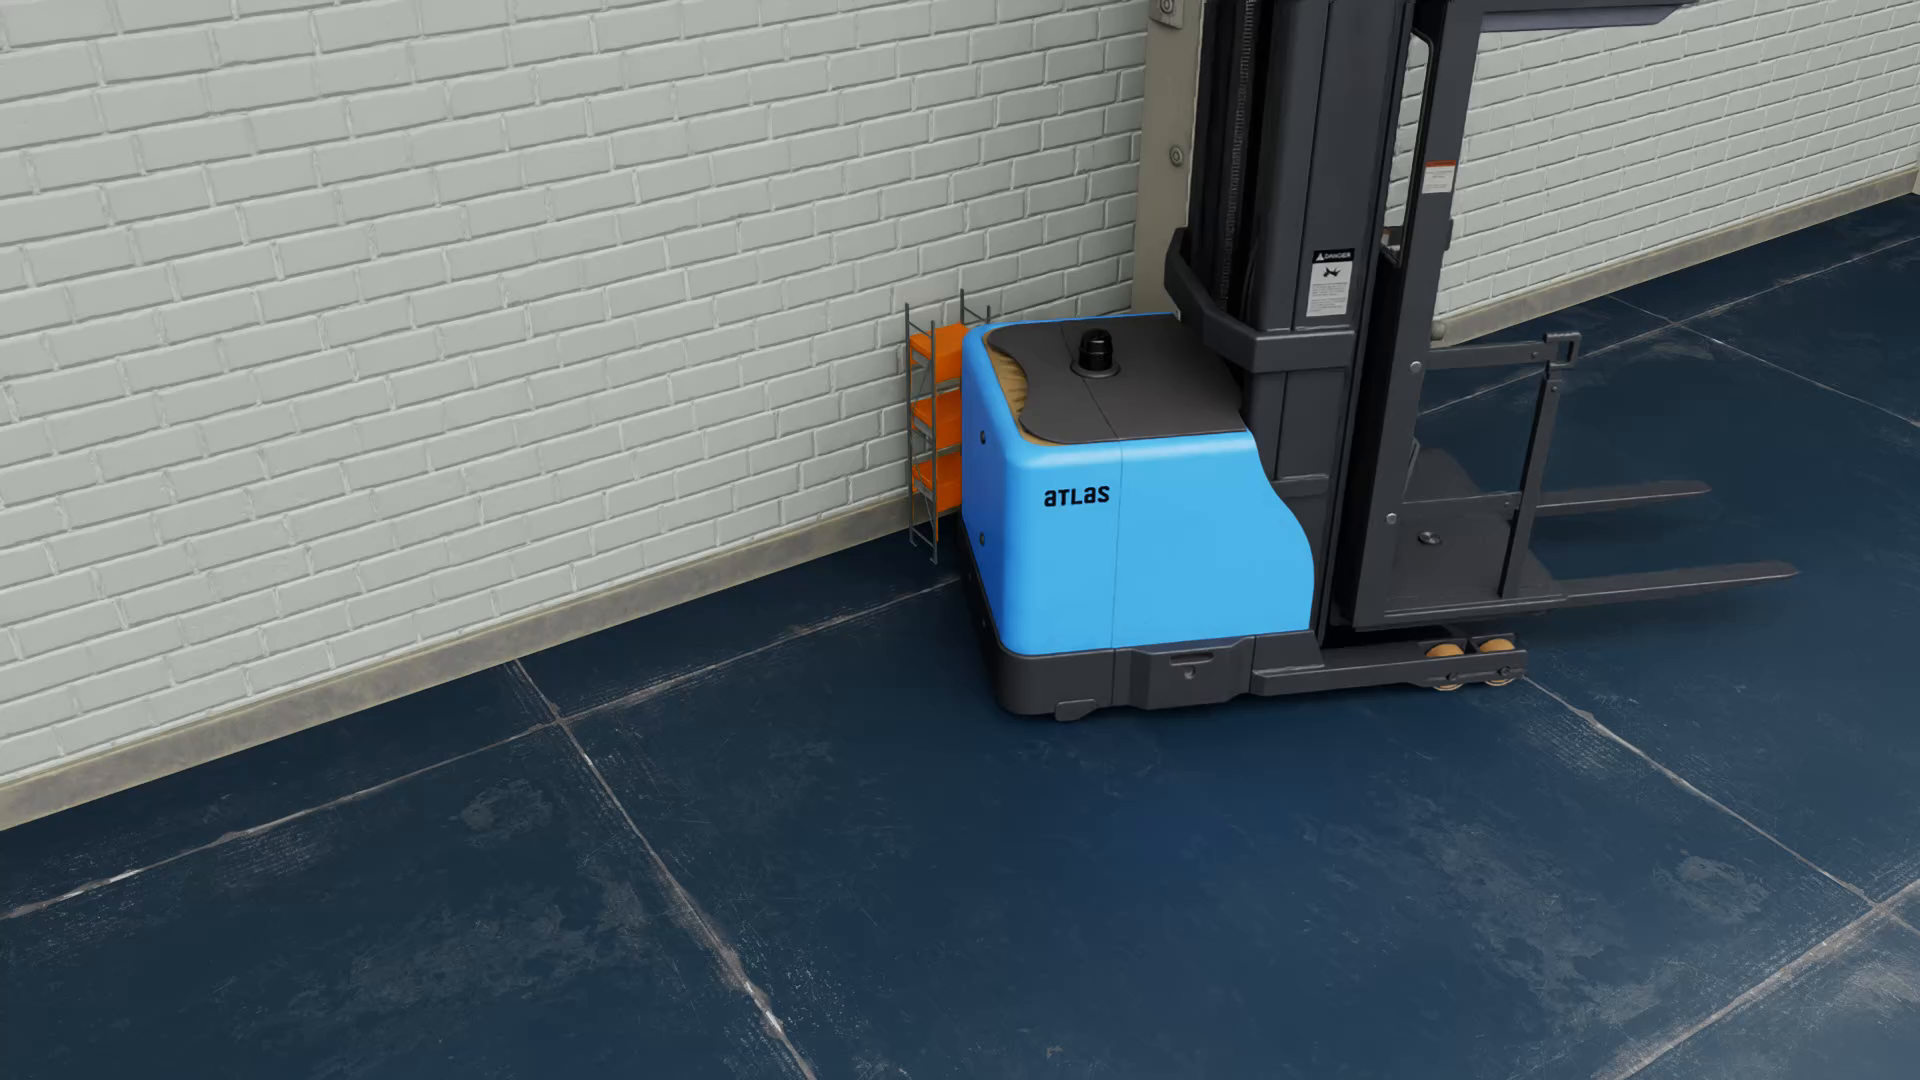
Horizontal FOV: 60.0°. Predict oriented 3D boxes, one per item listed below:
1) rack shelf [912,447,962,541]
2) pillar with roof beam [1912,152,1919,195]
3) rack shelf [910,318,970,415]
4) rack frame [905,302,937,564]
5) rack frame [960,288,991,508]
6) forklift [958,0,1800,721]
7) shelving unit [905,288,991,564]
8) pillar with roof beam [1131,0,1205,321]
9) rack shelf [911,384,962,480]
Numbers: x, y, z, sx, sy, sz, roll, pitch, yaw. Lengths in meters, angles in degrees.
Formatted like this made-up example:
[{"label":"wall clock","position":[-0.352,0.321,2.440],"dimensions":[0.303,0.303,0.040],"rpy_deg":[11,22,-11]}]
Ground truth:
[{"label":"rack shelf","position":[-0.045,-0.185,6.599],"dimensions":[0.240,0.259,0.215],"rpy_deg":[-19,37,-27]},{"label":"pillar with roof beam","position":[8.342,-3.992,4.643],"dimensions":[0.400,9.000,9.100],"rpy_deg":[-19,37,-27]},{"label":"rack shelf","position":[-0.045,-0.660,6.300],"dimensions":[0.240,0.259,0.215],"rpy_deg":[-19,37,-27]},{"label":"rack frame","position":[-0.147,-0.393,6.389],"dimensions":[0.008,1.050,0.200],"rpy_deg":[-19,37,-27]},{"label":"rack frame","position":[0.058,-0.464,6.501],"dimensions":[0.008,1.050,0.200],"rpy_deg":[-19,37,-27]},{"label":"forklift","position":[1.557,-0.978,5.553],"dimensions":[3.031,2.935,1.130],"rpy_deg":[-5,33,-8]},{"label":"shelving unit","position":[-0.045,-0.429,6.445],"dimensions":[0.252,1.050,0.215],"rpy_deg":[-19,37,-27]},{"label":"pillar with roof beam","position":[3.299,-2.257,1.894],"dimensions":[0.400,9.000,9.100],"rpy_deg":[-19,37,-27]},{"label":"rack shelf","position":[-0.045,-0.420,6.451],"dimensions":[0.240,0.259,0.215],"rpy_deg":[-19,37,-27]}]
